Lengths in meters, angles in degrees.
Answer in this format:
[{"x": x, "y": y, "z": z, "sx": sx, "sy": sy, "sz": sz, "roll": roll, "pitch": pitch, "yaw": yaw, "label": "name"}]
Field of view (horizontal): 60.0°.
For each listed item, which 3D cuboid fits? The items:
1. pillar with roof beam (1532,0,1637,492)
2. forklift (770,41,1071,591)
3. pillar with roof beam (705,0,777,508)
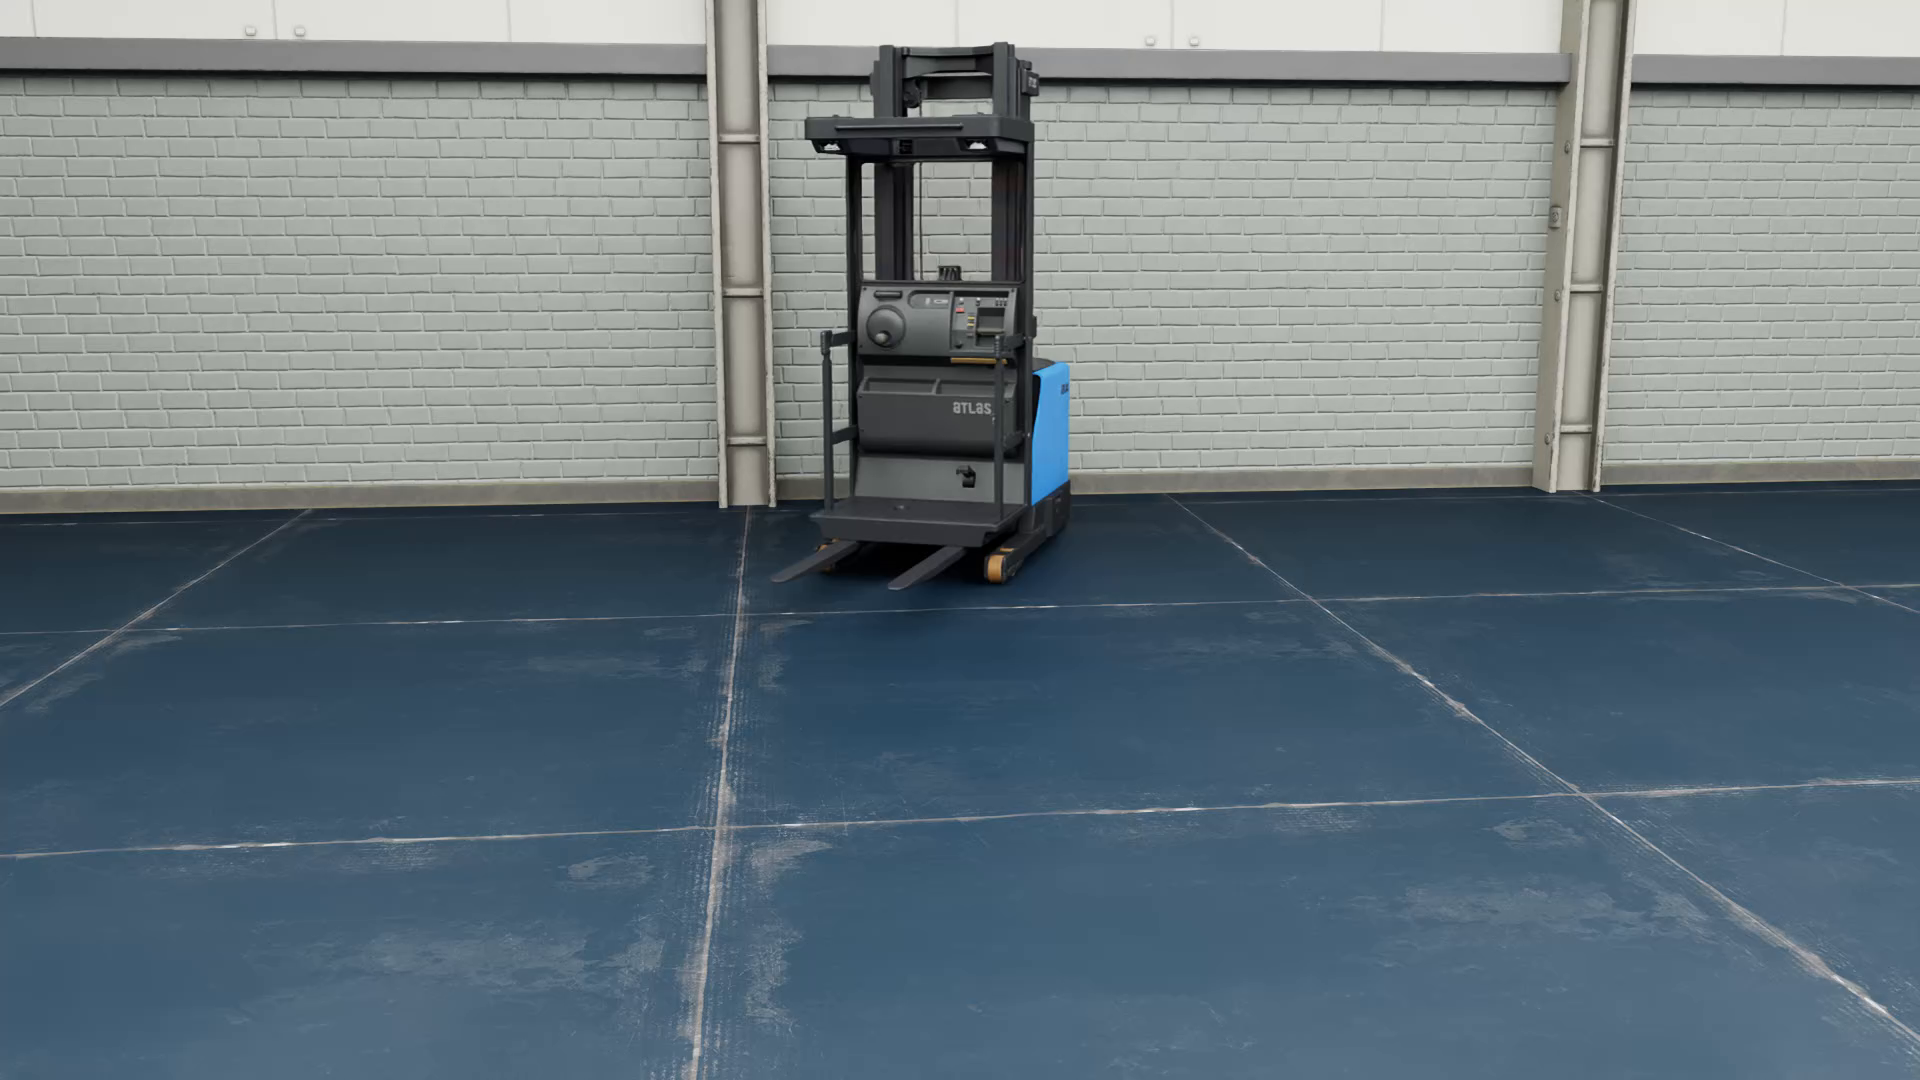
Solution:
[{"x": 4.944, "y": -3.972, "z": 7.242, "sx": 0.400, "sy": 9.000, "sz": 9.100, "roll": -1, "pitch": 11, "yaw": -6, "label": "pillar with roof beam"}, {"x": -0.190, "y": -1.280, "z": 9.282, "sx": 1.130, "sy": 2.935, "sz": 3.031, "roll": 3, "pitch": 12, "yaw": 16, "label": "forklift"}, {"x": -1.021, "y": -3.847, "z": 6.606, "sx": 0.400, "sy": 9.000, "sz": 9.100, "roll": -1, "pitch": 11, "yaw": -6, "label": "pillar with roof beam"}]
